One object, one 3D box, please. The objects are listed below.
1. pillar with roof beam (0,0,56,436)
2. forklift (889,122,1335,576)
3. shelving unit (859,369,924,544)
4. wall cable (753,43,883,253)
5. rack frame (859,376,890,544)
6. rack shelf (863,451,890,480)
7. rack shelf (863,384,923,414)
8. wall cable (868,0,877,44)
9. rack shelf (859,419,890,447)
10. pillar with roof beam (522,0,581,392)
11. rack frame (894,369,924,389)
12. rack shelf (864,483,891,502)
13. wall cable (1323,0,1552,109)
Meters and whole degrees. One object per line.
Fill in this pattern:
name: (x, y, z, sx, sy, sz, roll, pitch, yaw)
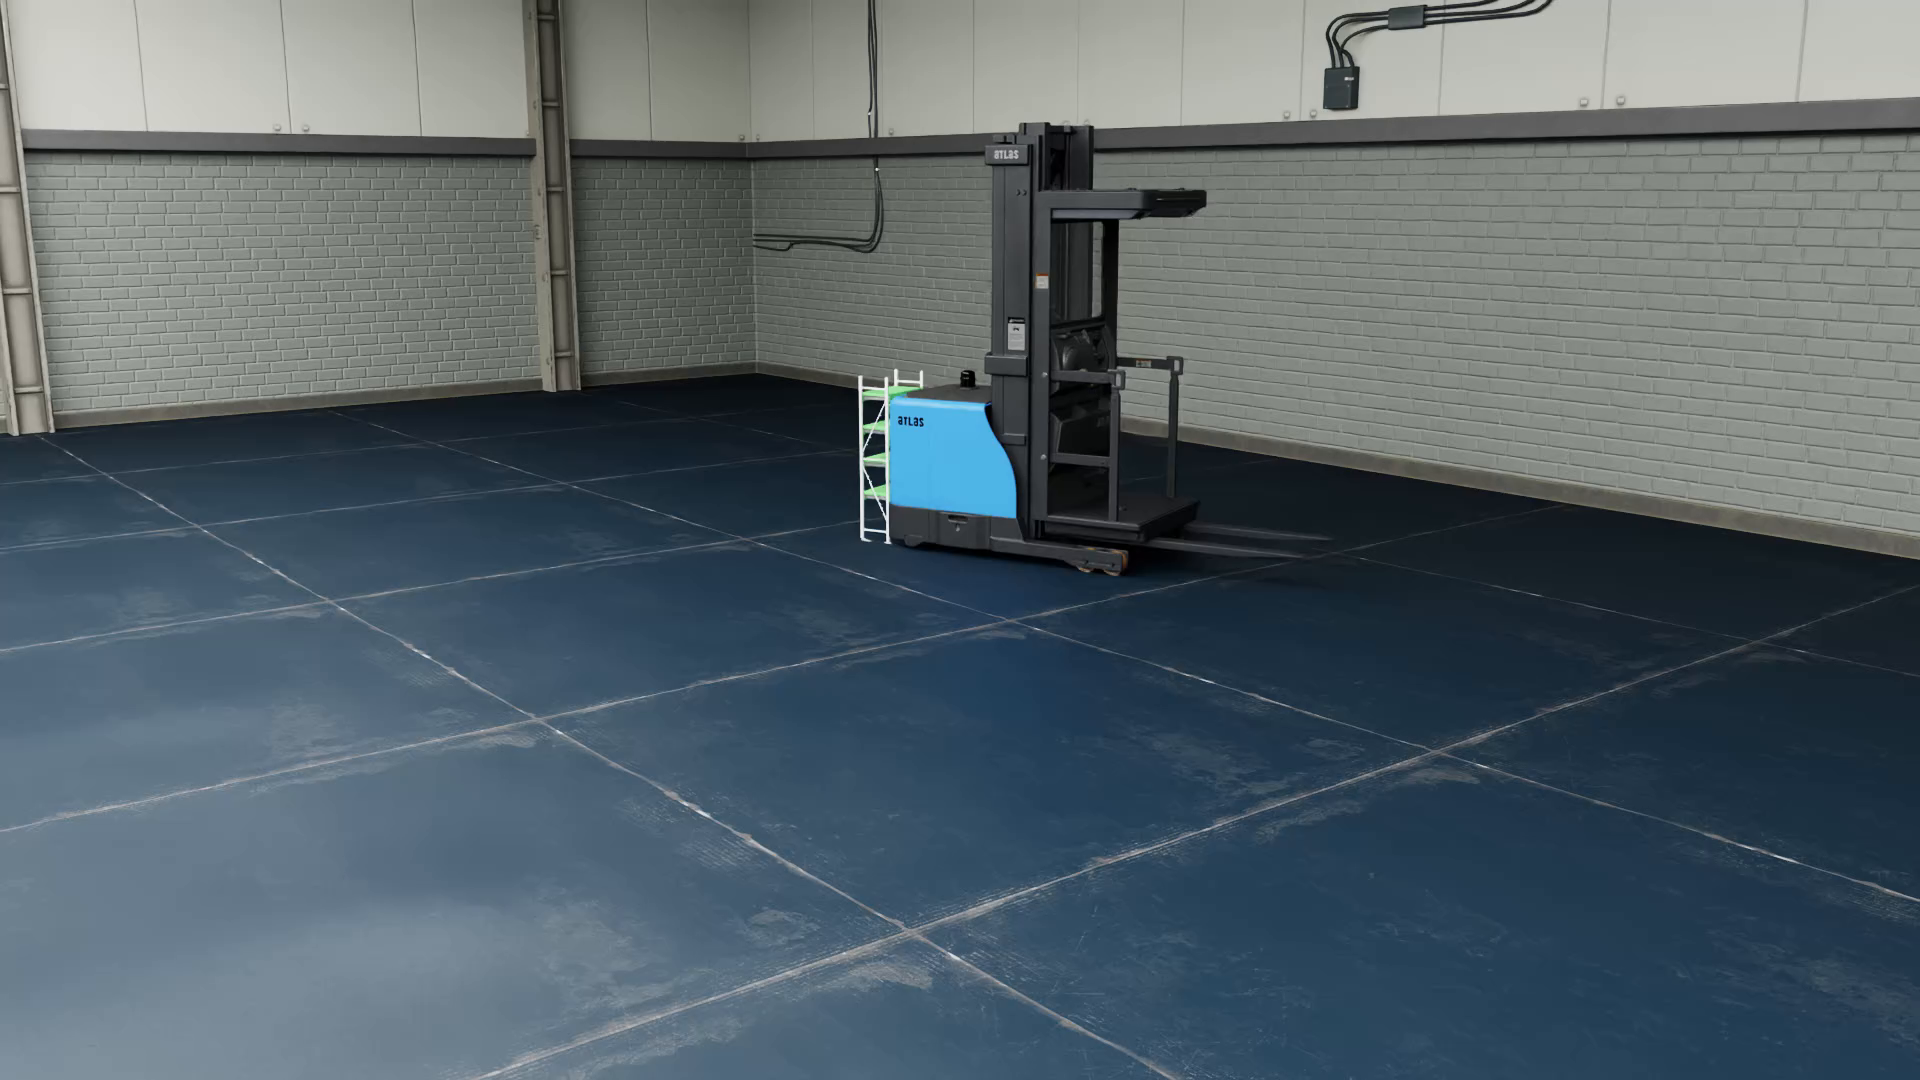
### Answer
pillar with roof beam: (-7.054, -4.834, 13.229, 0.400, 9.000, 9.100, -9, 15, -38)
forklift: (1.027, -1.323, 11.305, 3.031, 2.935, 1.130, 7, 14, 29)
shelving unit: (-0.495, -0.618, 12.150, 0.258, 1.200, 0.503, 7, 14, 28)
wall cable: (-1.932, -4.960, 21.296, 0.112, 2.526, 3.097, -9, 15, -38)
rack frame: (-0.614, -0.574, 11.942, 0.240, 1.200, 0.015, 7, 14, 28)
rack shelf: (-0.495, -0.555, 12.163, 0.258, 0.148, 0.480, 7, 14, 28)
rack shelf: (-0.495, -1.025, 12.064, 0.258, 0.148, 0.480, 7, 14, 28)
wall cable: (-0.242, -6.991, 18.705, 0.112, 2.526, 3.097, -9, 15, -38)
rack shelf: (-0.495, -0.790, 12.113, 0.258, 0.148, 0.480, 7, 14, 28)
pillar with roof beam: (-2.369, -5.612, 16.895, 0.400, 9.000, 9.100, -9, 15, -38)
rack frame: (-0.376, -0.662, 12.358, 0.240, 1.200, 0.015, 7, 14, 28)
rack shelf: (-0.495, -0.321, 12.213, 0.258, 0.148, 0.480, 7, 14, 28)
wall cable: (3.986, -6.600, 13.359, 0.169, 6.003, 2.305, -9, 15, -38)
